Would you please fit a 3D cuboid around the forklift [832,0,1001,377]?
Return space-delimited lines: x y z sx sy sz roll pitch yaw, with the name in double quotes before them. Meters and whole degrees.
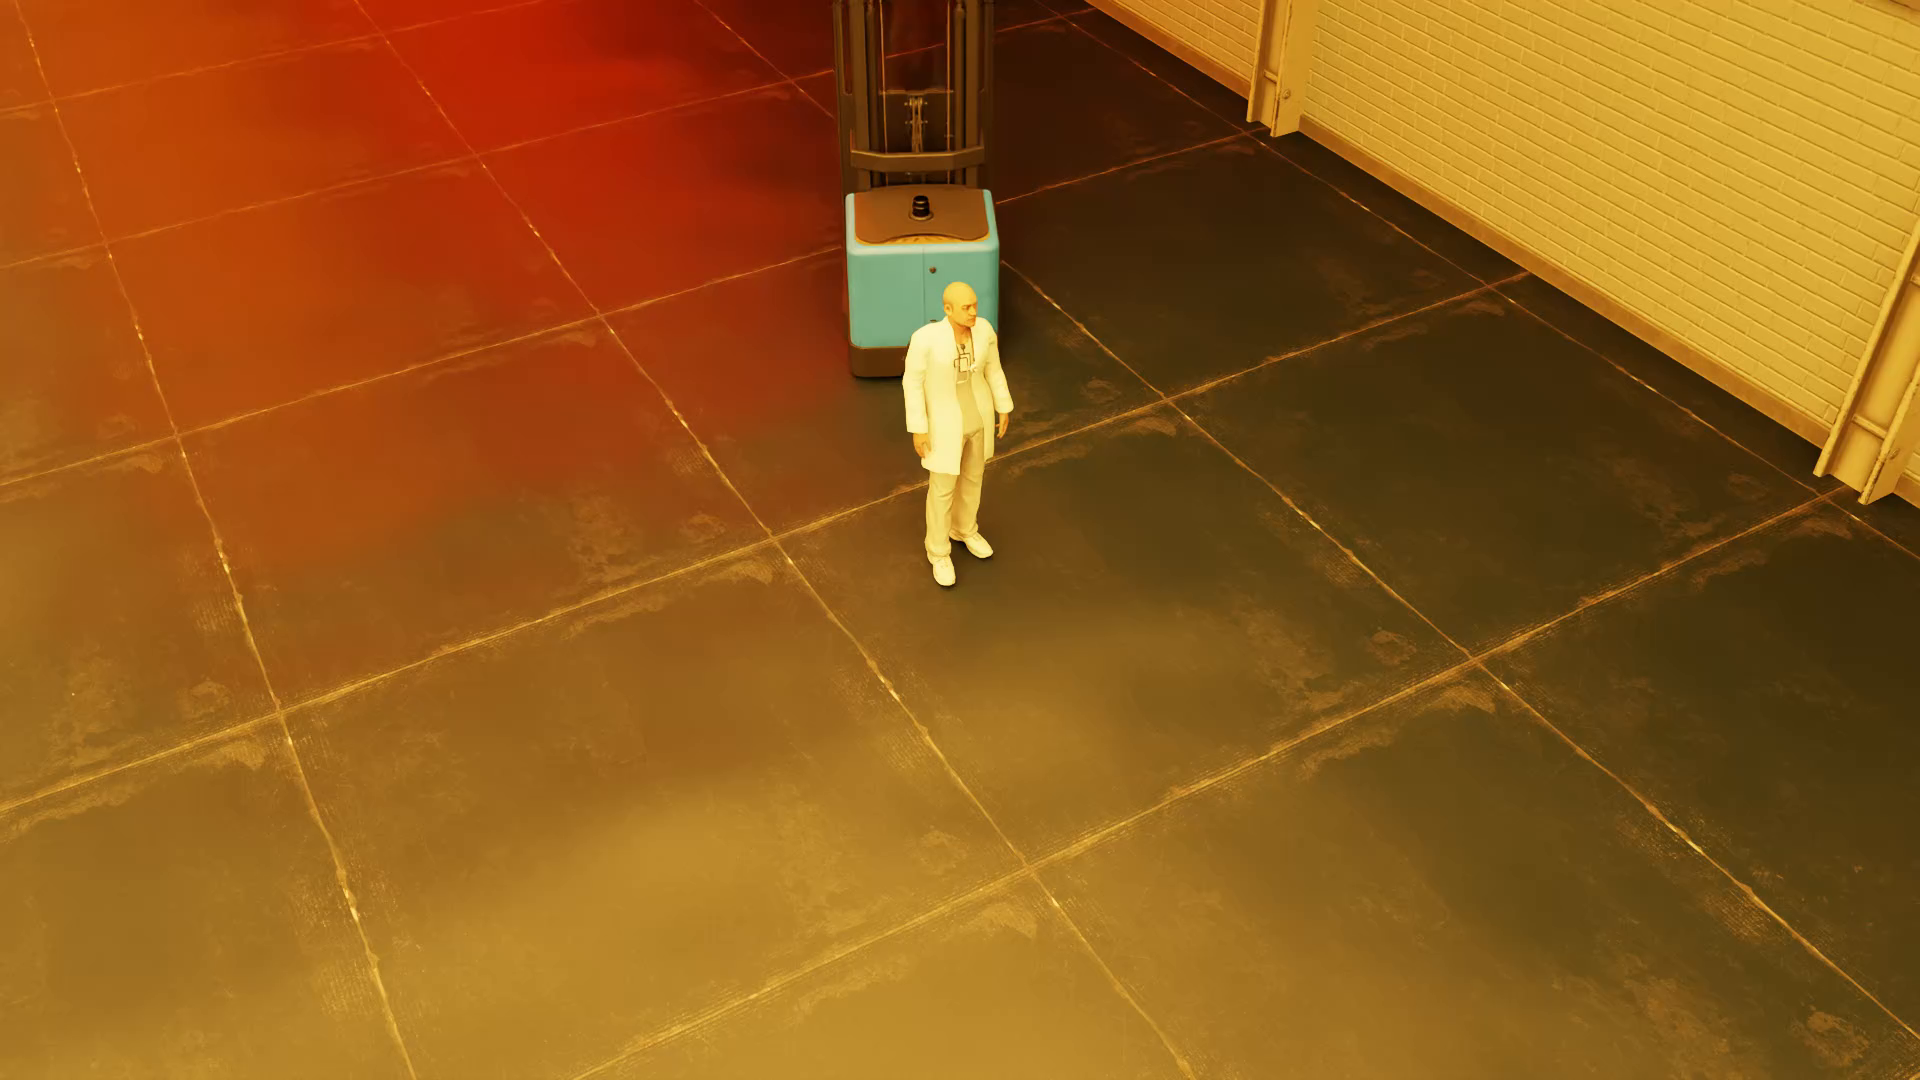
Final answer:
"forklift" -0.333 -3.188 11.880 1.130 2.935 3.031 -2 40 -3

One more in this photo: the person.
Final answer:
"person" 0.041 -0.638 9.698 0.694 1.775 0.581 -20 44 -23
